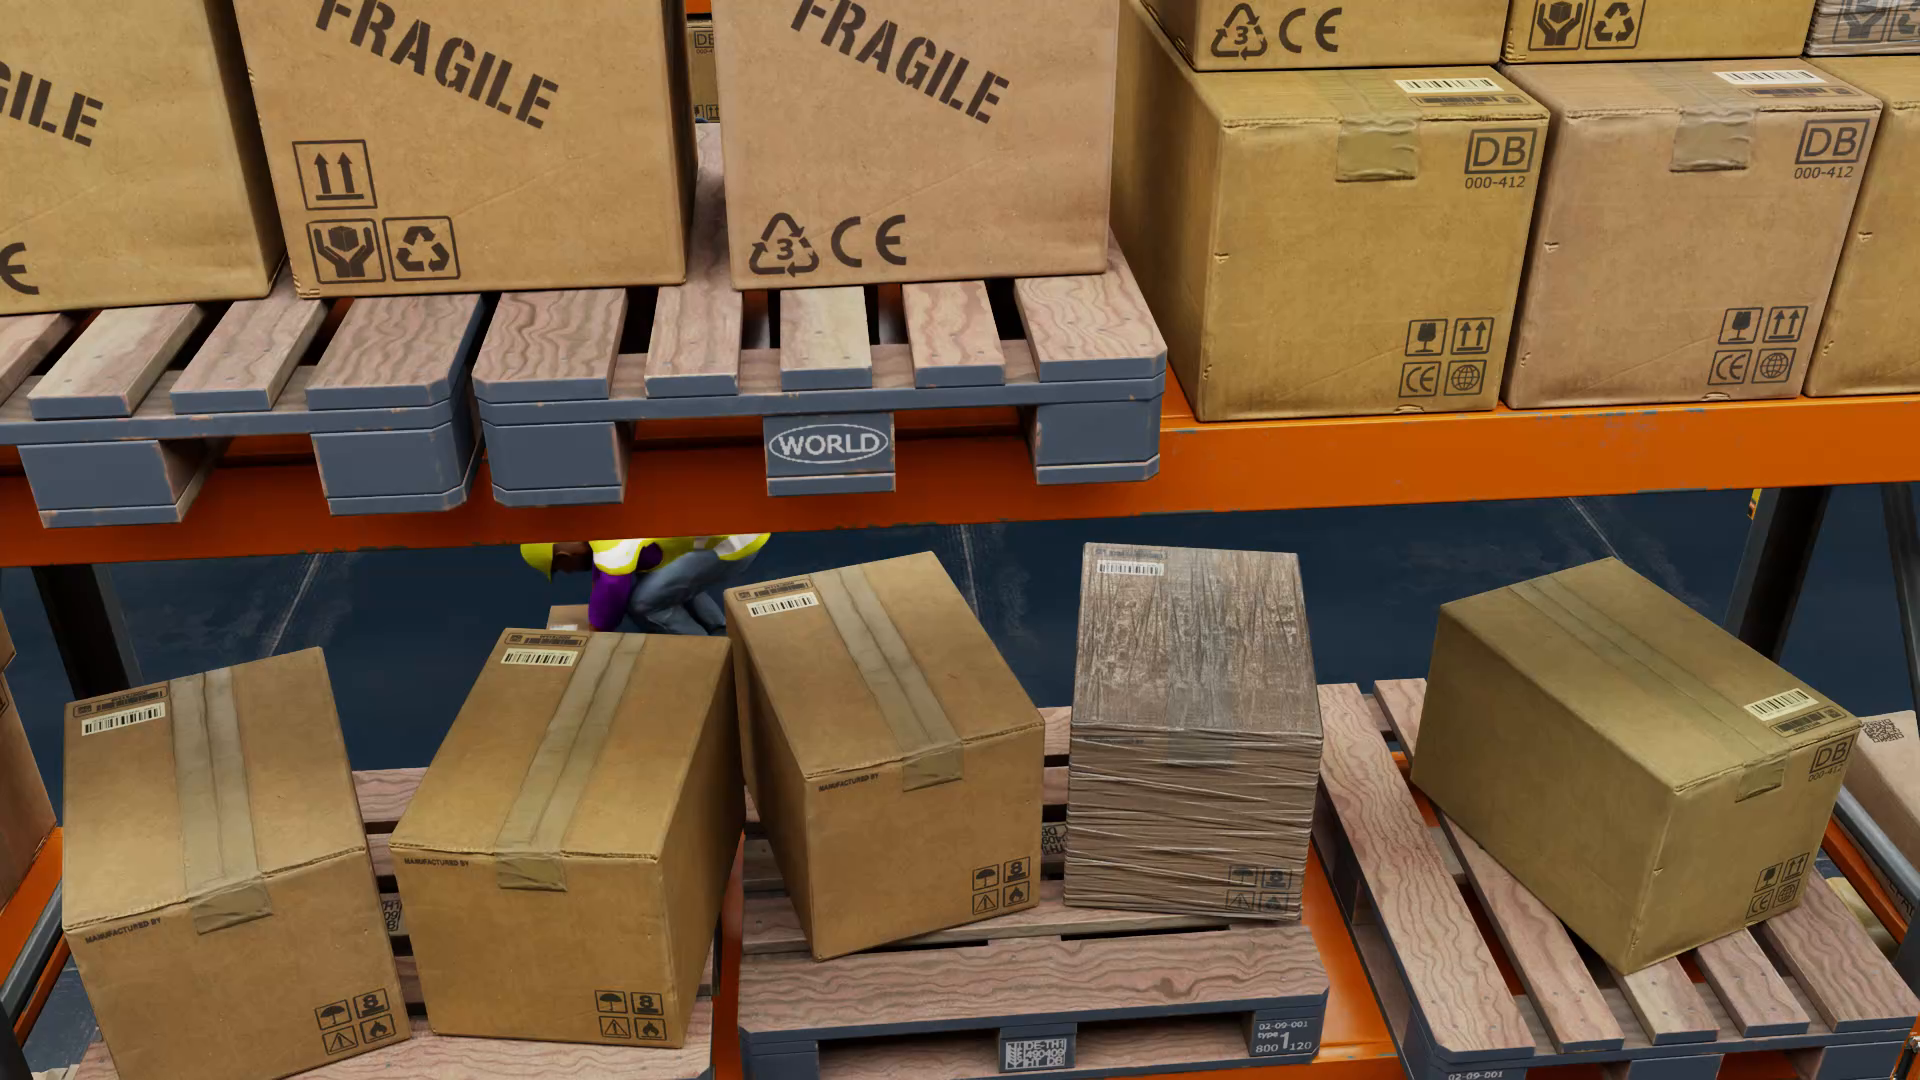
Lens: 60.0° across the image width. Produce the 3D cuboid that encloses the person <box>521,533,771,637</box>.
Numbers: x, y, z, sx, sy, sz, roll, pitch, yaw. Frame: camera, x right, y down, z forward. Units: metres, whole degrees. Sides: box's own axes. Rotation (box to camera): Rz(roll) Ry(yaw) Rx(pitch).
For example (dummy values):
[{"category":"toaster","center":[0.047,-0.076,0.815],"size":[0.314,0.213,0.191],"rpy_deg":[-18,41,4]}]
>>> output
[{"category":"person","center":[-1.244,0.170,6.713],"size":[0.979,0.885,0.507],"rpy_deg":[-4,31,-6]}]
